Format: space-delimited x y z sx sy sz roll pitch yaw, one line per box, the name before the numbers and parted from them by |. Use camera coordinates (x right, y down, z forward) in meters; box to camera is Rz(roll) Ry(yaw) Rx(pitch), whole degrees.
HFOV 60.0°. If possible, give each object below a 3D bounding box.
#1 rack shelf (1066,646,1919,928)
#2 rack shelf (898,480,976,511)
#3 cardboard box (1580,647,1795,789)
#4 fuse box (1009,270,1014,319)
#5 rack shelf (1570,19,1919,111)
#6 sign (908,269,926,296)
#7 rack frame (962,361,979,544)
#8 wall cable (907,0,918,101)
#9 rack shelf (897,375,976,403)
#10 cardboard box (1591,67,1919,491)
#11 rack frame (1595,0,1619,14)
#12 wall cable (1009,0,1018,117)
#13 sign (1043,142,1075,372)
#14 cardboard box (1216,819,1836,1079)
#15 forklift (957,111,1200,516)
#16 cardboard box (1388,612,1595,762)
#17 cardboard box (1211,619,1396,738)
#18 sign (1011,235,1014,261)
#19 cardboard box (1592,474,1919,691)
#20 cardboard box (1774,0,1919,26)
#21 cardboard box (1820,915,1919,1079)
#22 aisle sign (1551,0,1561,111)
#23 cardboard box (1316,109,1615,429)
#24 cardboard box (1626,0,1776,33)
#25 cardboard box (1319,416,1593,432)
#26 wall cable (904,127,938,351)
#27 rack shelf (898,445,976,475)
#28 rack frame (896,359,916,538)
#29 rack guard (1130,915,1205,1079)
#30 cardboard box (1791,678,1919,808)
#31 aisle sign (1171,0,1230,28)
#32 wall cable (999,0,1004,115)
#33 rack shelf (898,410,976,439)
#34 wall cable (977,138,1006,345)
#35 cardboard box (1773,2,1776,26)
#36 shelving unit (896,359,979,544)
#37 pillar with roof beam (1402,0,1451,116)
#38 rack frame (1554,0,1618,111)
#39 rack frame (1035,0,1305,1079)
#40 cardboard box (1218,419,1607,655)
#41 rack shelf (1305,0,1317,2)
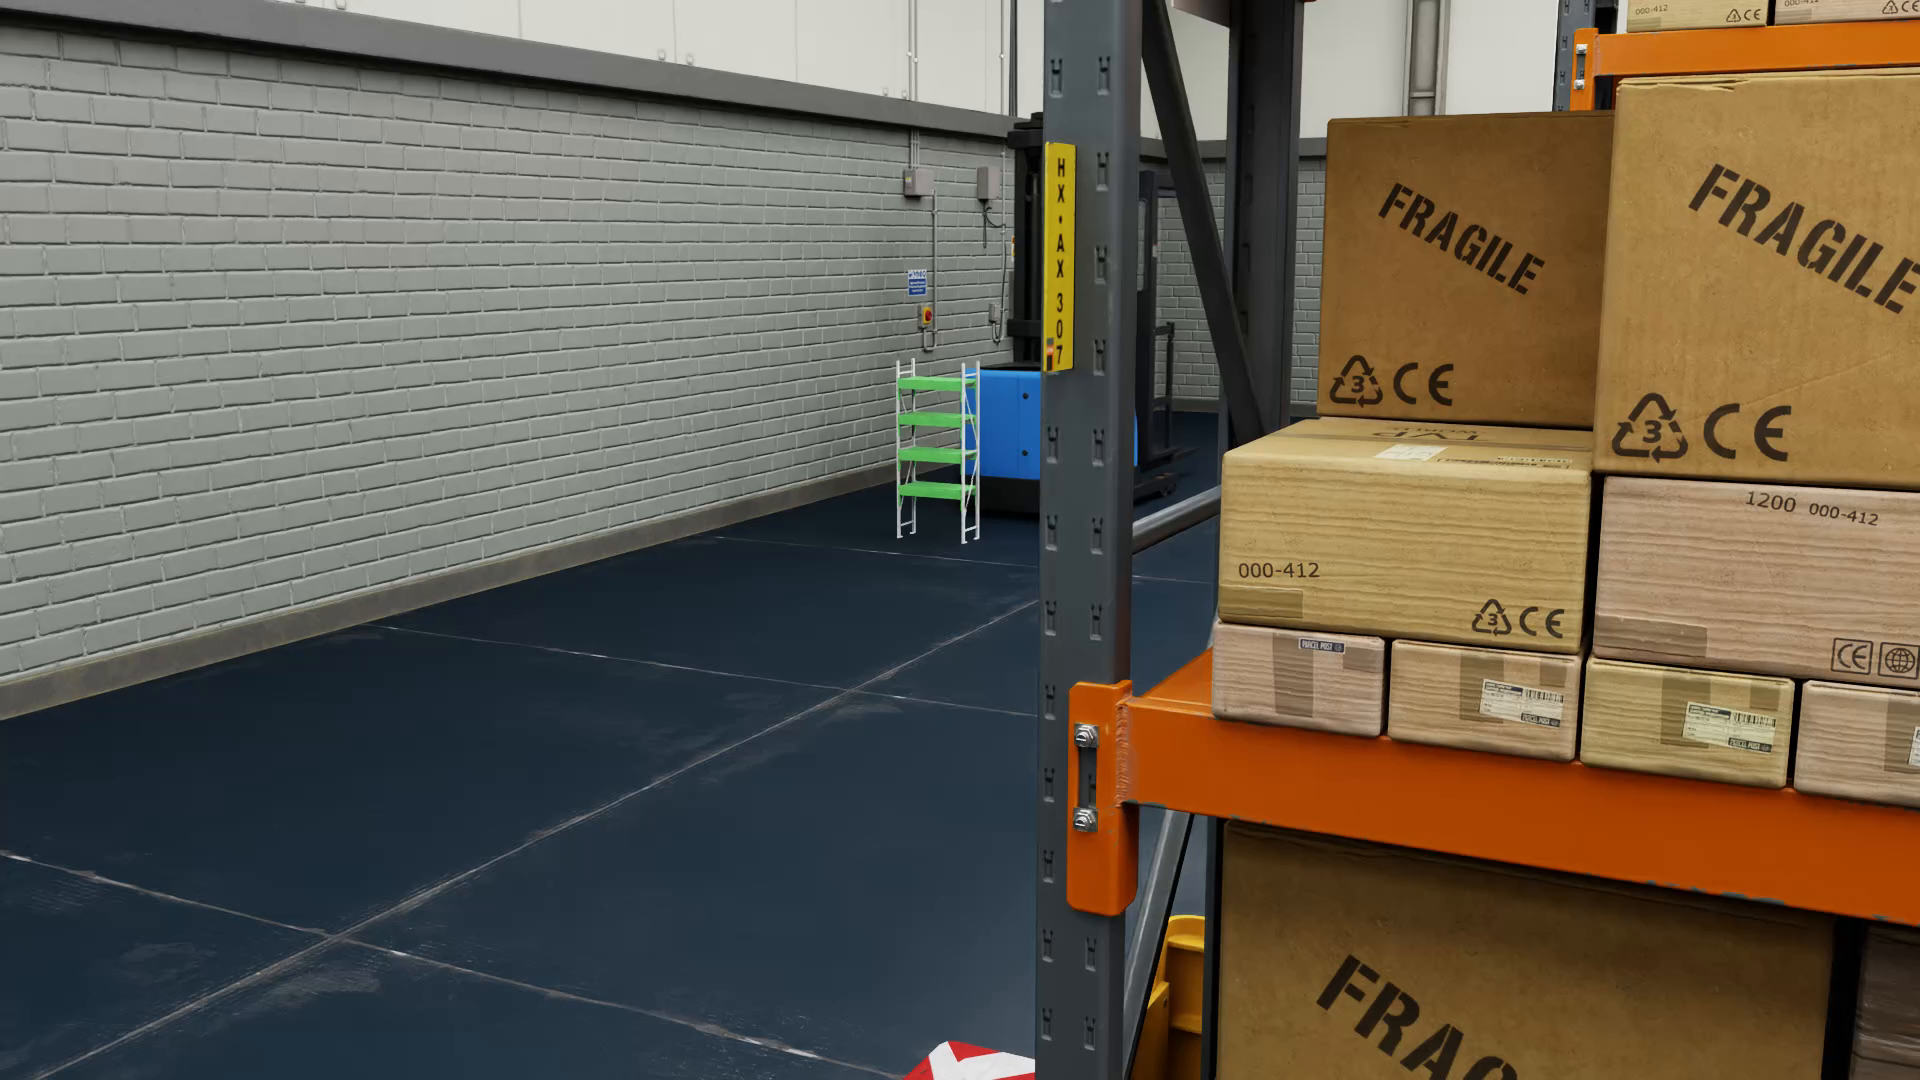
rack shelf | 2.189 0.478 2.186 4.000 0.370 1.077 5 11 26
rack shelf | -0.148 -0.304 11.250 0.480 0.148 0.258 5 11 26
cardboard box | 1.029 0.211 2.348 0.250 0.149 0.380 5 11 24
fuse box | 0.774 -1.747 16.077 0.414 1.711 0.539 5 11 26
rack shelf | 4.475 -1.782 6.252 4.000 0.370 1.077 5 11 26
sign | -0.363 -2.187 14.132 0.001 0.218 0.327 5 11 26
rack frame | 0.070 -0.584 11.089 0.015 1.200 0.240 5 11 26
wall cable | -0.445 -4.972 13.432 0.029 3.000 0.463 5 11 26
rack shelf | -0.148 -1.013 11.121 0.480 0.148 0.258 5 11 26
cardboard box | 1.155 -0.355 2.248 0.500 0.500 0.500 5 11 24
rack frame | 2.681 -3.770 6.791 0.127 3.000 1.000 5 11 26
wall cable | 1.157 -5.552 16.533 0.133 3.039 2.988 5 11 26
sign | 0.145 -0.410 2.422 0.005 0.325 0.100 5 11 26
cardboard box | 1.005 0.843 2.937 0.875 0.875 0.875 5 11 26
forklift | 1.094 -1.814 13.023 1.130 2.935 3.031 5 11 26
cardboard box | 0.799 0.191 2.459 0.250 0.149 0.380 5 11 25
cardboard box | 0.568 0.171 2.569 0.250 0.149 0.380 5 11 26
sign | 0.564 -2.795 15.930 0.001 0.242 0.339 5 11 26
cardboard box | 1.176 0.015 2.312 0.500 0.250 0.500 5 11 25
cardboard box | 3.441 -2.102 6.418 0.500 0.250 0.500 5 12 28
cardboard box | 1.821 0.915 2.540 0.875 0.875 0.875 5 11 26
aisle sign | 2.483 -2.055 6.861 0.004 0.787 0.394 5 11 26
cardboard box | 0.949 -0.479 2.933 0.500 0.500 0.500 5 11 27
cardboard box | 2.971 -2.144 6.651 0.500 0.250 0.500 5 12 28
cardboard box | 0.948 -0.110 3.003 0.500 0.250 0.500 5 11 25
wall cable | -0.286 -2.572 14.079 0.123 1.953 0.585 5 11 26
rack shelf | -0.148 -0.541 11.207 0.480 0.148 0.258 5 11 26
rack frame | -0.367 -0.623 11.302 0.015 1.200 0.240 5 11 26
rack guard | 0.374 1.195 3.226 0.348 0.500 1.175 5 11 26
cardboard box | 1.263 0.231 2.235 0.250 0.149 0.380 5 11 25
aisle sign | 0.464 -1.366 3.057 0.004 0.787 0.394 5 11 26
wall cable | -0.110 -5.091 14.094 0.029 3.000 2.355 5 11 26
rack shelf | -0.148 -0.777 11.164 0.480 0.148 0.258 5 11 26
wall cable | 0.331 -2.784 15.339 0.122 1.984 0.588 5 11 26
cardboard box | 3.206 -2.226 7.107 0.500 0.250 0.500 5 11 25
shelving unit | -0.148 -0.603 11.195 0.503 1.200 0.258 5 11 26
pillar with roof beam | 3.050 -5.030 13.756 0.400 9.000 9.100 5 11 26
rack frame | 2.681 -0.818 7.326 0.127 3.000 1.000 5 11 26
rack frame | 0.397 -0.034 2.996 0.053 2.616 0.949 5 11 26
cardboard box | 0.707 -0.025 2.532 0.500 0.250 0.500 5 11 24
rack shelf | 2.189 -0.998 1.919 4.000 0.370 1.077 5 11 26
